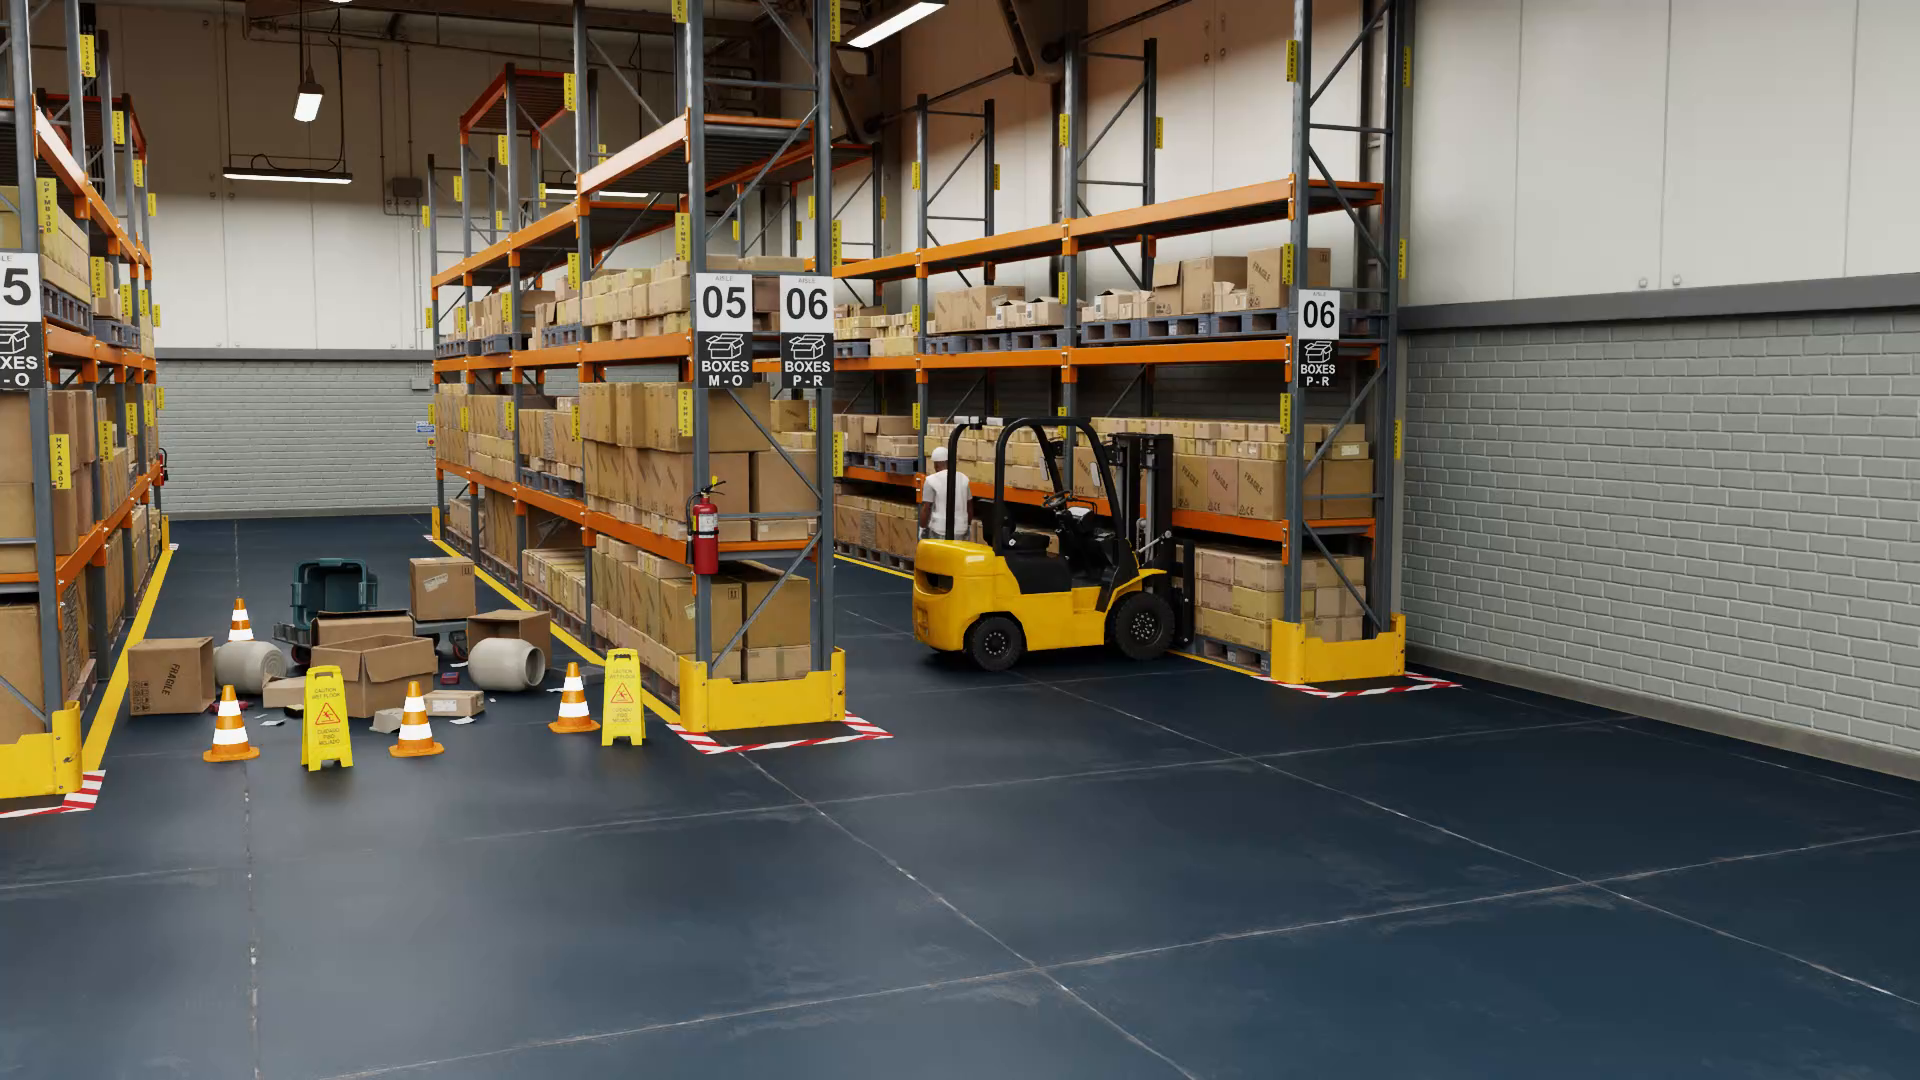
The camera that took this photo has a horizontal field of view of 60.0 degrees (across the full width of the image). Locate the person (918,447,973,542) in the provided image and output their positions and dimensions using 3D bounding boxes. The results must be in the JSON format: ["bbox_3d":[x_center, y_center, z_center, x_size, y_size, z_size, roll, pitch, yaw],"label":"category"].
[{"bbox_3d":[-0.147,-0.103,17.745,0.633,1.775,0.447,-3,6,-26],"label":"person"}]
